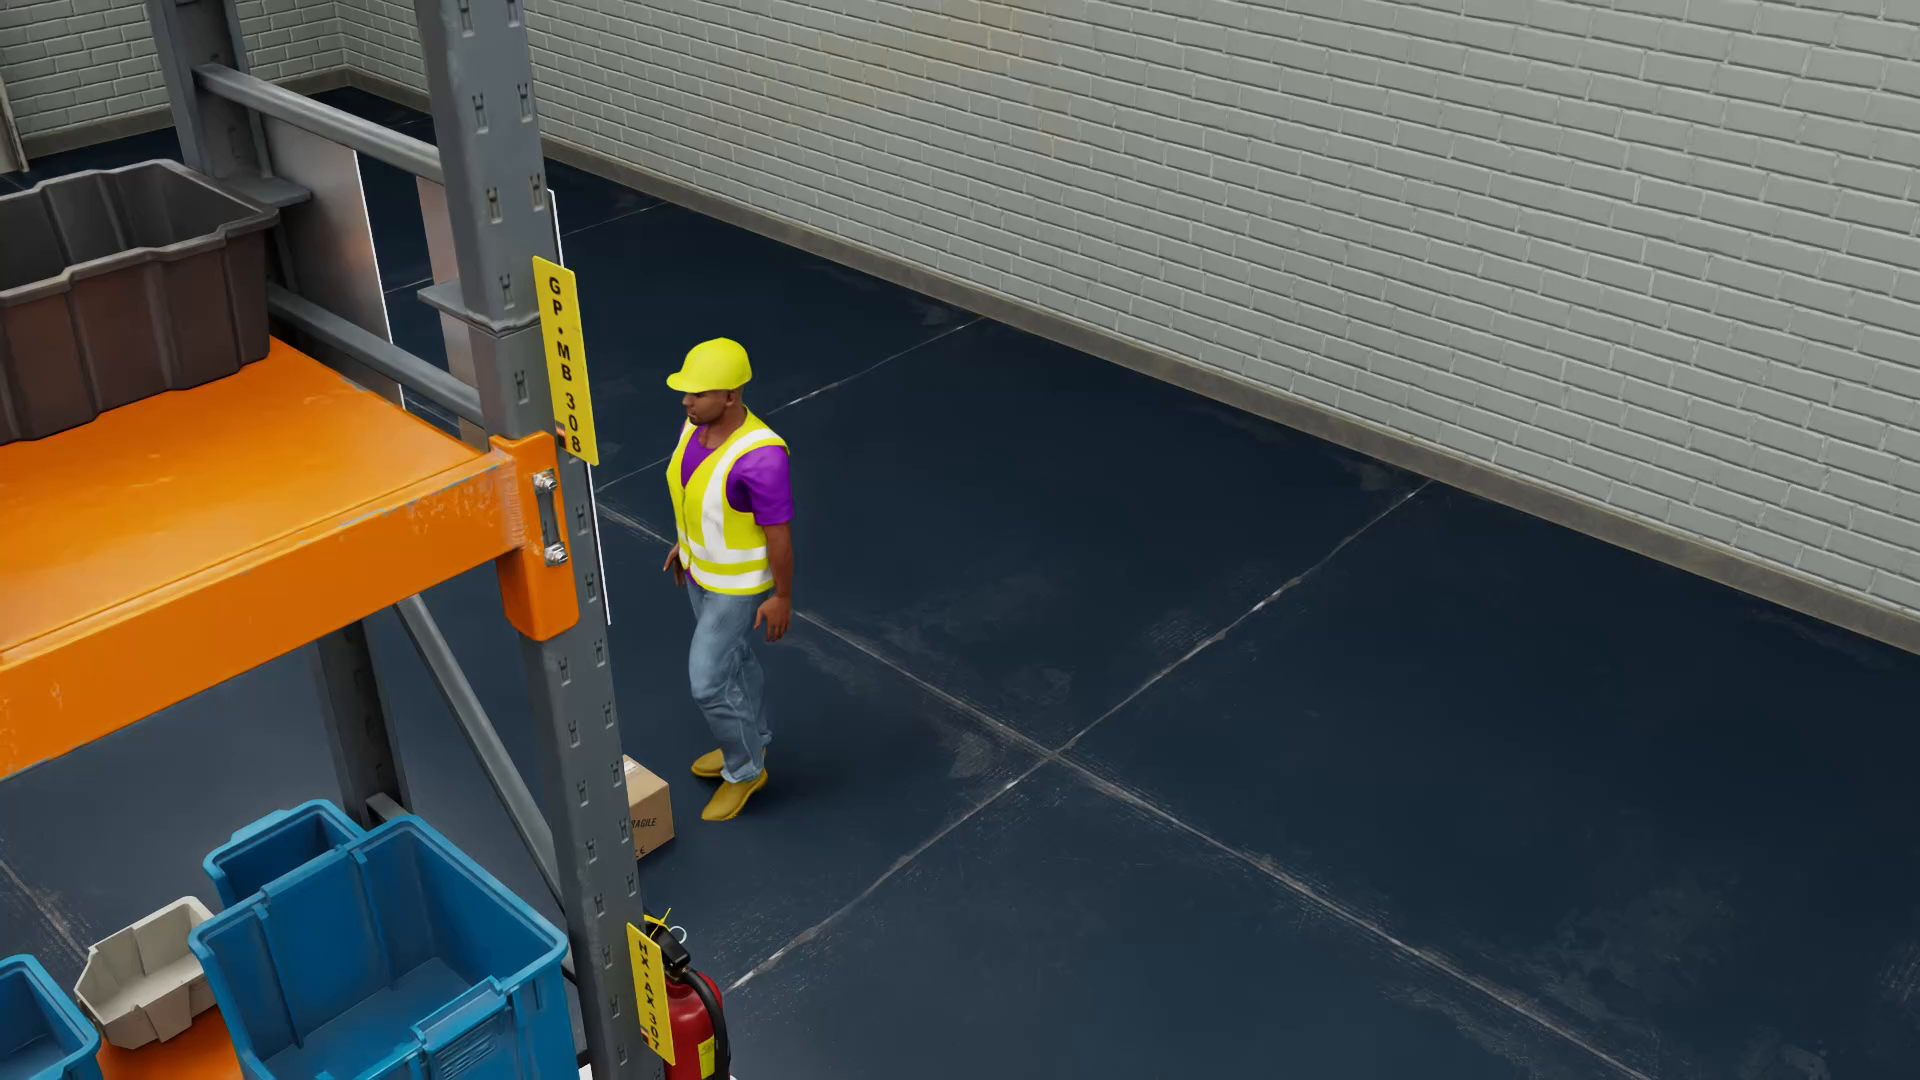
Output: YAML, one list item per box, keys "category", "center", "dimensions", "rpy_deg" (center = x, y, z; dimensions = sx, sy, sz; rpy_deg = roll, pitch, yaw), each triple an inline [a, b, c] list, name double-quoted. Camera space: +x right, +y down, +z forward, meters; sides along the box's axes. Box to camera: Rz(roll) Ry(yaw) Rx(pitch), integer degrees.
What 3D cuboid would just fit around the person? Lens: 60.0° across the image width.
- category: "person"
  center: [-0.882, 0.145, 5.892]
  dimensions: [0.476, 1.814, 0.591]
  rpy_deg: [-19, 36, -28]
